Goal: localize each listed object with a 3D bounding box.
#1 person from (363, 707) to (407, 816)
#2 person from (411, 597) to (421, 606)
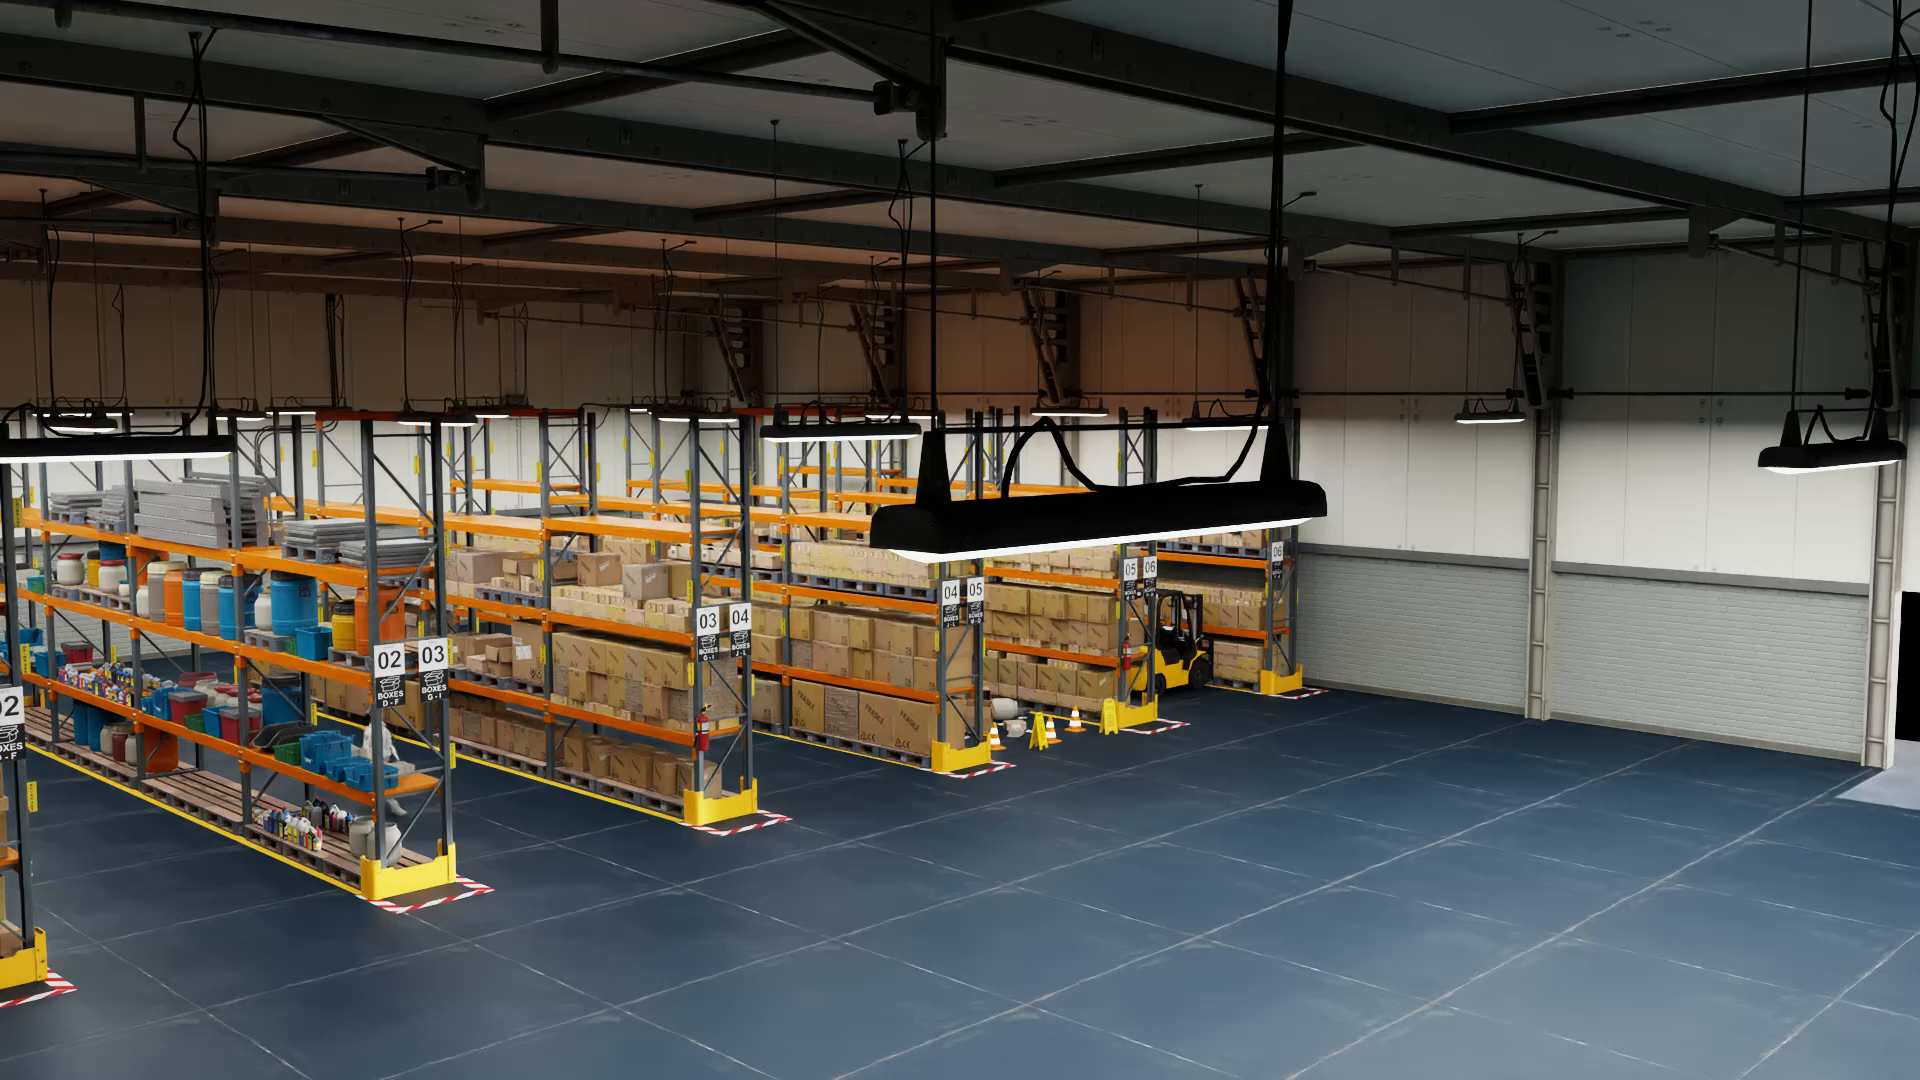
[{"bbox_3d":[-8.701,3.281,25.042,0.986,1.633,0.612,2,6,26],"label":"person"},{"bbox_3d":[-13.258,1.923,40.769,0.416,1.591,0.584,2,5,18],"label":"person"}]
